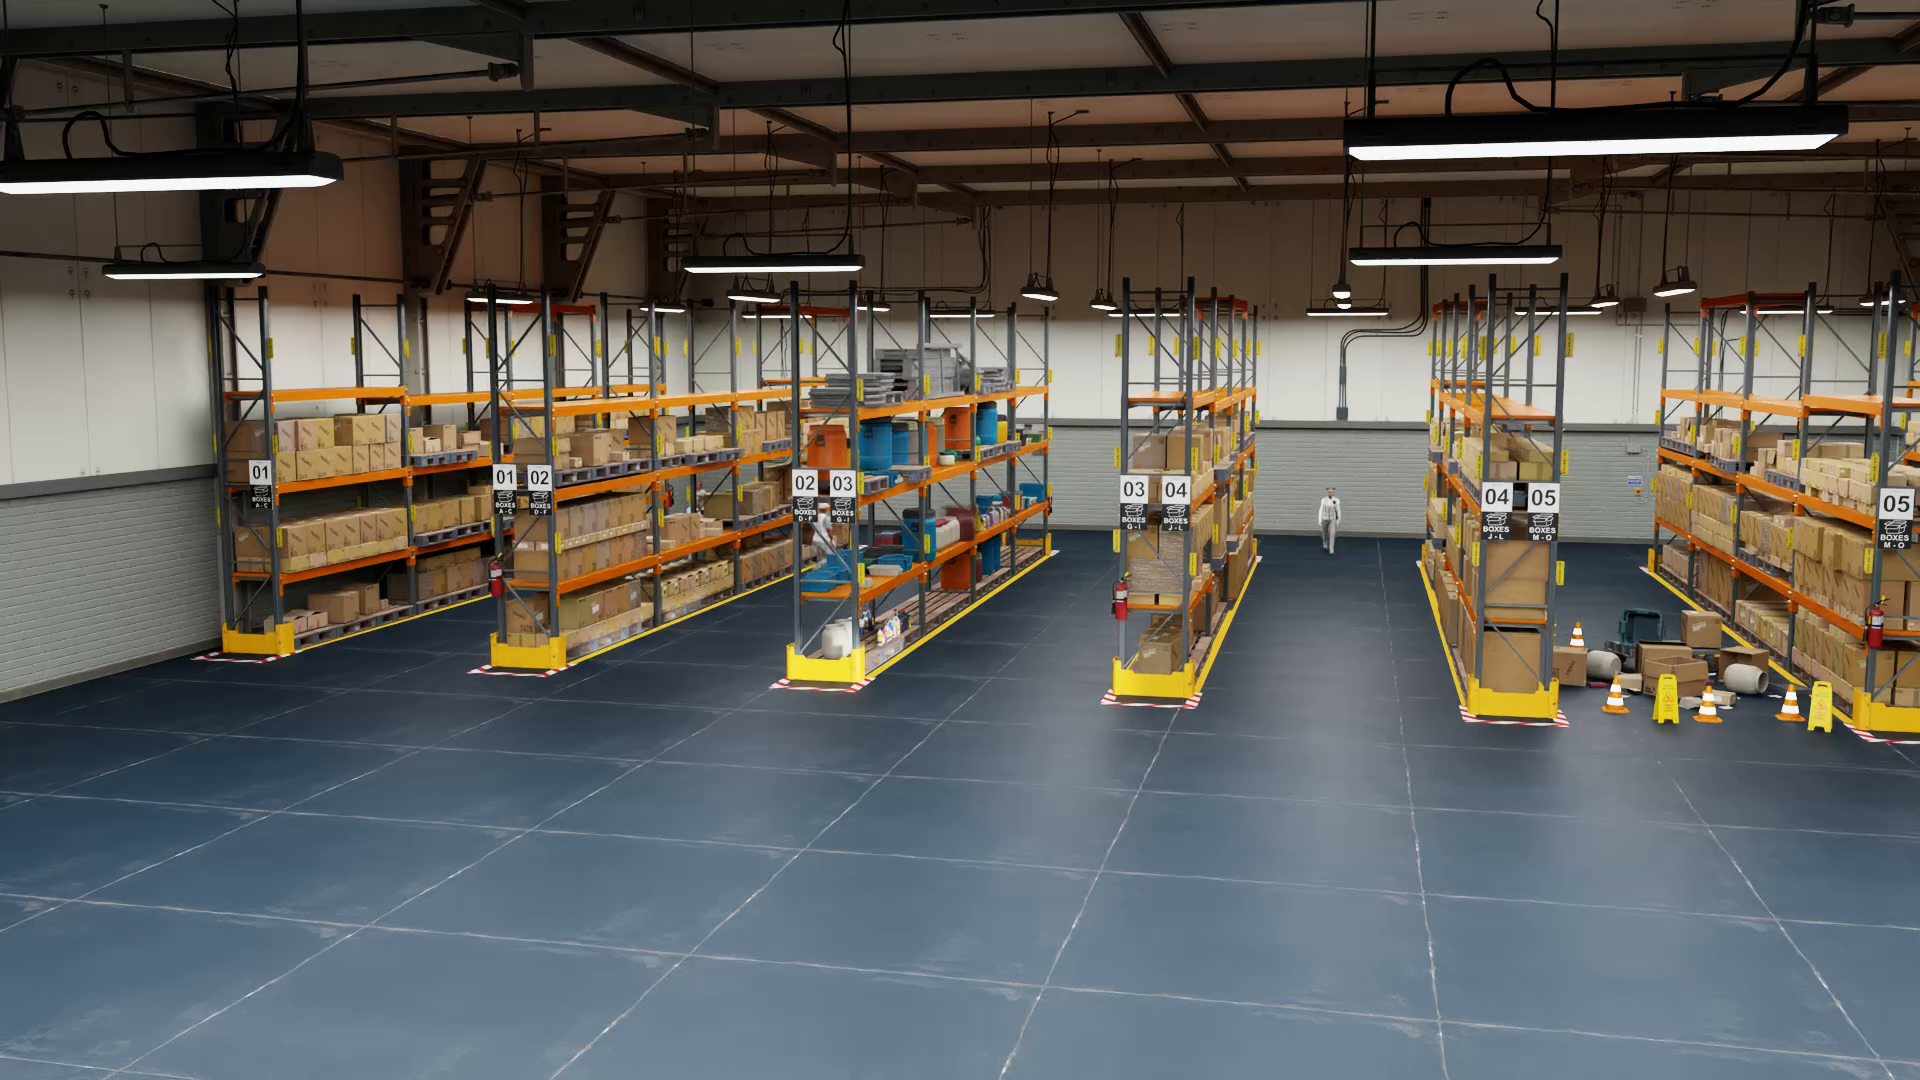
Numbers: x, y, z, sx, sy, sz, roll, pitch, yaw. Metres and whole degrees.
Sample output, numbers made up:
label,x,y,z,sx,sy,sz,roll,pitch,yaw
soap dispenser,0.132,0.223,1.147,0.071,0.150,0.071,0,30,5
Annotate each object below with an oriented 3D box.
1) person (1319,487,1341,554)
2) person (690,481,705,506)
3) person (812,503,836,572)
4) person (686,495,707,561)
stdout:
label,x,y,z,sx,sy,sz,roll,pitch,yaw
person,9.084,-0.513,40.839,0.524,1.614,1.049,2,7,13
person,-6.870,-0.798,43.730,0.439,1.520,0.996,-2,7,-21
person,-2.937,0.044,35.521,0.766,1.779,0.600,-6,9,-41
person,-5.949,-0.192,37.691,0.627,1.701,1.058,1,7,10
